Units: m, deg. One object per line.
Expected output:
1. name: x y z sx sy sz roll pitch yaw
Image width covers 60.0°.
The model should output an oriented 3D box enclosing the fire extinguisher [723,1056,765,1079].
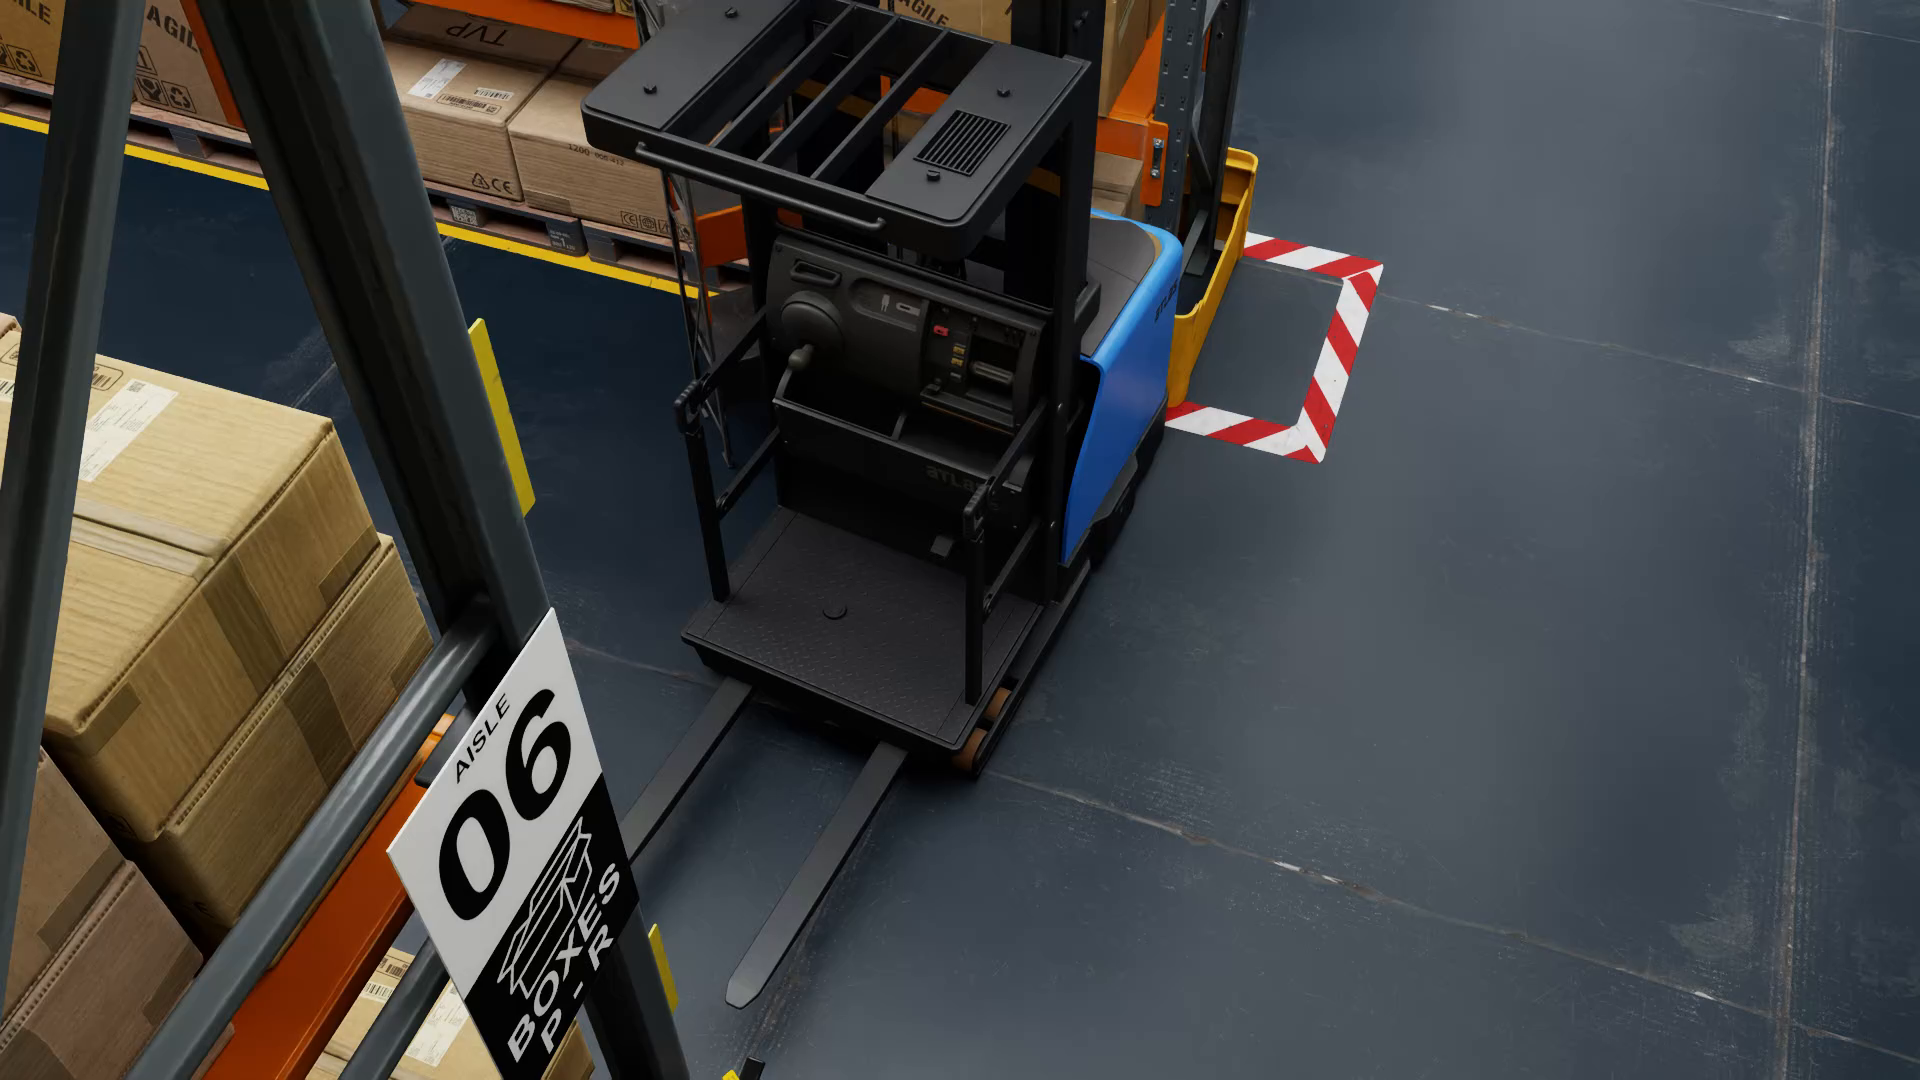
1. fire extinguisher: -0.478 1.388 3.626 0.183 0.674 0.296 16 51 13

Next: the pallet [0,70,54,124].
1. pallet: -4.710 -2.591 8.622 1.213 0.211 1.003 16 51 13

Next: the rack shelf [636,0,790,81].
1. rack shelf: -0.790 -1.642 5.641 0.480 0.518 0.431 -18 52 -15

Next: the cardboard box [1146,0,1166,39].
1. cardboard box: 0.590 -2.352 6.503 0.500 0.500 0.500 15 51 13

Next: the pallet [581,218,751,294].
1. pallet: -0.977 -1.551 7.721 1.213 0.211 1.003 16 51 13

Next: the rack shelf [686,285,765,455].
1. rack shelf: -0.790 -0.725 6.699 0.480 0.518 0.431 -18 52 -15

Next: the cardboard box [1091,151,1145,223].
1. cardboard box: 0.287 -1.390 7.154 0.875 0.438 0.875 14 51 12

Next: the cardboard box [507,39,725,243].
1. cardboard box: -1.420 -1.861 7.562 0.875 0.438 0.875 14 51 12

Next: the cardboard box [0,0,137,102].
1. cardboard box: -4.271 -2.816 8.100 0.875 0.875 0.875 17 51 14

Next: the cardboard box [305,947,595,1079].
1. cardboard box: -1.108 1.171 3.418 0.500 0.250 0.500 16 51 13

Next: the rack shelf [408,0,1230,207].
1. rack shelf: -0.935 -2.278 6.982 4.000 0.370 1.077 16 51 13

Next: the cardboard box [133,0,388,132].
1. cardboard box: -3.421 -2.585 7.899 0.875 0.875 0.875 17 51 14

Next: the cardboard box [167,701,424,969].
1. cardboard box: -0.994 0.381 2.382 0.250 0.149 0.380 17 51 14

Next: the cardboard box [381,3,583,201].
1. cardboard box: -2.260 -2.095 7.765 0.875 0.438 0.875 15 51 13

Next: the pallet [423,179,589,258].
1. pallet: -2.125 -1.870 7.997 1.213 0.211 1.003 16 51 13

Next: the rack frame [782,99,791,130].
1. rack frame: -0.567 -1.267 6.224 0.015 2.100 0.400 -18 52 -15

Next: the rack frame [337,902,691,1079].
1. rack frame: -0.776 1.529 3.205 0.127 3.000 1.000 16 51 13

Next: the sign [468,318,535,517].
1. sign: -0.588 -0.124 2.075 0.005 0.325 0.100 16 51 13

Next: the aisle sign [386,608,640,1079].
1. aisle sign: -0.610 0.488 2.388 0.004 0.787 0.394 16 51 13

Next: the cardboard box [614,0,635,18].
1. cardboard box: -1.044 -2.357 6.508 0.500 0.500 0.500 17 51 14

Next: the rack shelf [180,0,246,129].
1. rack shelf: -2.652 -0.722 1.665 4.000 0.370 1.077 16 51 13

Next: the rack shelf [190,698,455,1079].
1. rack shelf: -2.652 0.259 2.798 4.000 0.370 1.077 16 51 13

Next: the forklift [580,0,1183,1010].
1. forklift: -0.280 -0.538 5.042 1.130 2.935 3.031 21 52 17

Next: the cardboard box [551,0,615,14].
1. cardboard box: -1.527 -2.492 6.625 0.500 0.500 0.500 16 51 13

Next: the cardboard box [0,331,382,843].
1. cardboard box: -1.105 0.041 2.082 0.500 0.250 0.500 15 51 13

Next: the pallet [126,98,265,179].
1. pallet: -3.561 -2.273 8.346 1.213 0.211 1.003 16 51 13

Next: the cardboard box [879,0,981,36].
1. cardboard box: -0.069 -2.104 6.288 0.500 0.500 0.500 15 51 12

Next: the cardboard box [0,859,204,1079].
1. cardboard box: -1.287 0.575 1.950 0.500 0.250 0.500 15 51 12

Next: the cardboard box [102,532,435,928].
1. cardboard box: -1.097 0.189 2.285 0.500 0.250 0.500 15 51 13

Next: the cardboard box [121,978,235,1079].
1. cardboard box: -1.156 0.709 2.097 0.250 0.149 0.380 17 51 14

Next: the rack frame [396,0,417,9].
1. rack frame: -2.811 -3.038 7.164 0.127 3.000 1.000 16 51 13

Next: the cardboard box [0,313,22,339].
1. cardboard box: -1.576 -0.106 2.209 0.500 0.250 0.500 15 51 13

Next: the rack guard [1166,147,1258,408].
1. rack guard: 0.963 -1.165 7.195 0.348 0.500 1.175 16 51 13

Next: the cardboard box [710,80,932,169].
1. cardboard box: -0.574 -1.624 7.356 0.875 0.438 0.875 17 51 14

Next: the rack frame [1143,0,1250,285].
1. rack frame: 0.941 -1.990 6.256 0.127 3.000 1.000 16 51 13

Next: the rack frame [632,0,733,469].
1. rack frame: -1.013 -1.118 6.095 0.015 2.100 0.400 -18 52 -15

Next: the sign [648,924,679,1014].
1. sign: -0.588 0.861 3.212 0.005 0.325 0.100 16 51 13

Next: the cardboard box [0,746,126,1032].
1. cardboard box: -1.289 0.416 1.757 0.500 0.250 0.500 14 51 12

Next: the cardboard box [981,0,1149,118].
1. cardboard box: 0.397 -1.962 6.165 0.500 0.500 0.500 16 51 13

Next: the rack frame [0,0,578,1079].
1. rack frame: -0.776 -0.435 0.938 0.127 3.000 1.000 16 51 13

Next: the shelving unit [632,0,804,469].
1. shelving unit: -0.790 -1.192 6.160 0.503 2.100 0.431 -18 52 -15

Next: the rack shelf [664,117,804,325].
1. rack shelf: -0.790 -1.183 6.170 0.480 0.518 0.431 -18 52 -15
